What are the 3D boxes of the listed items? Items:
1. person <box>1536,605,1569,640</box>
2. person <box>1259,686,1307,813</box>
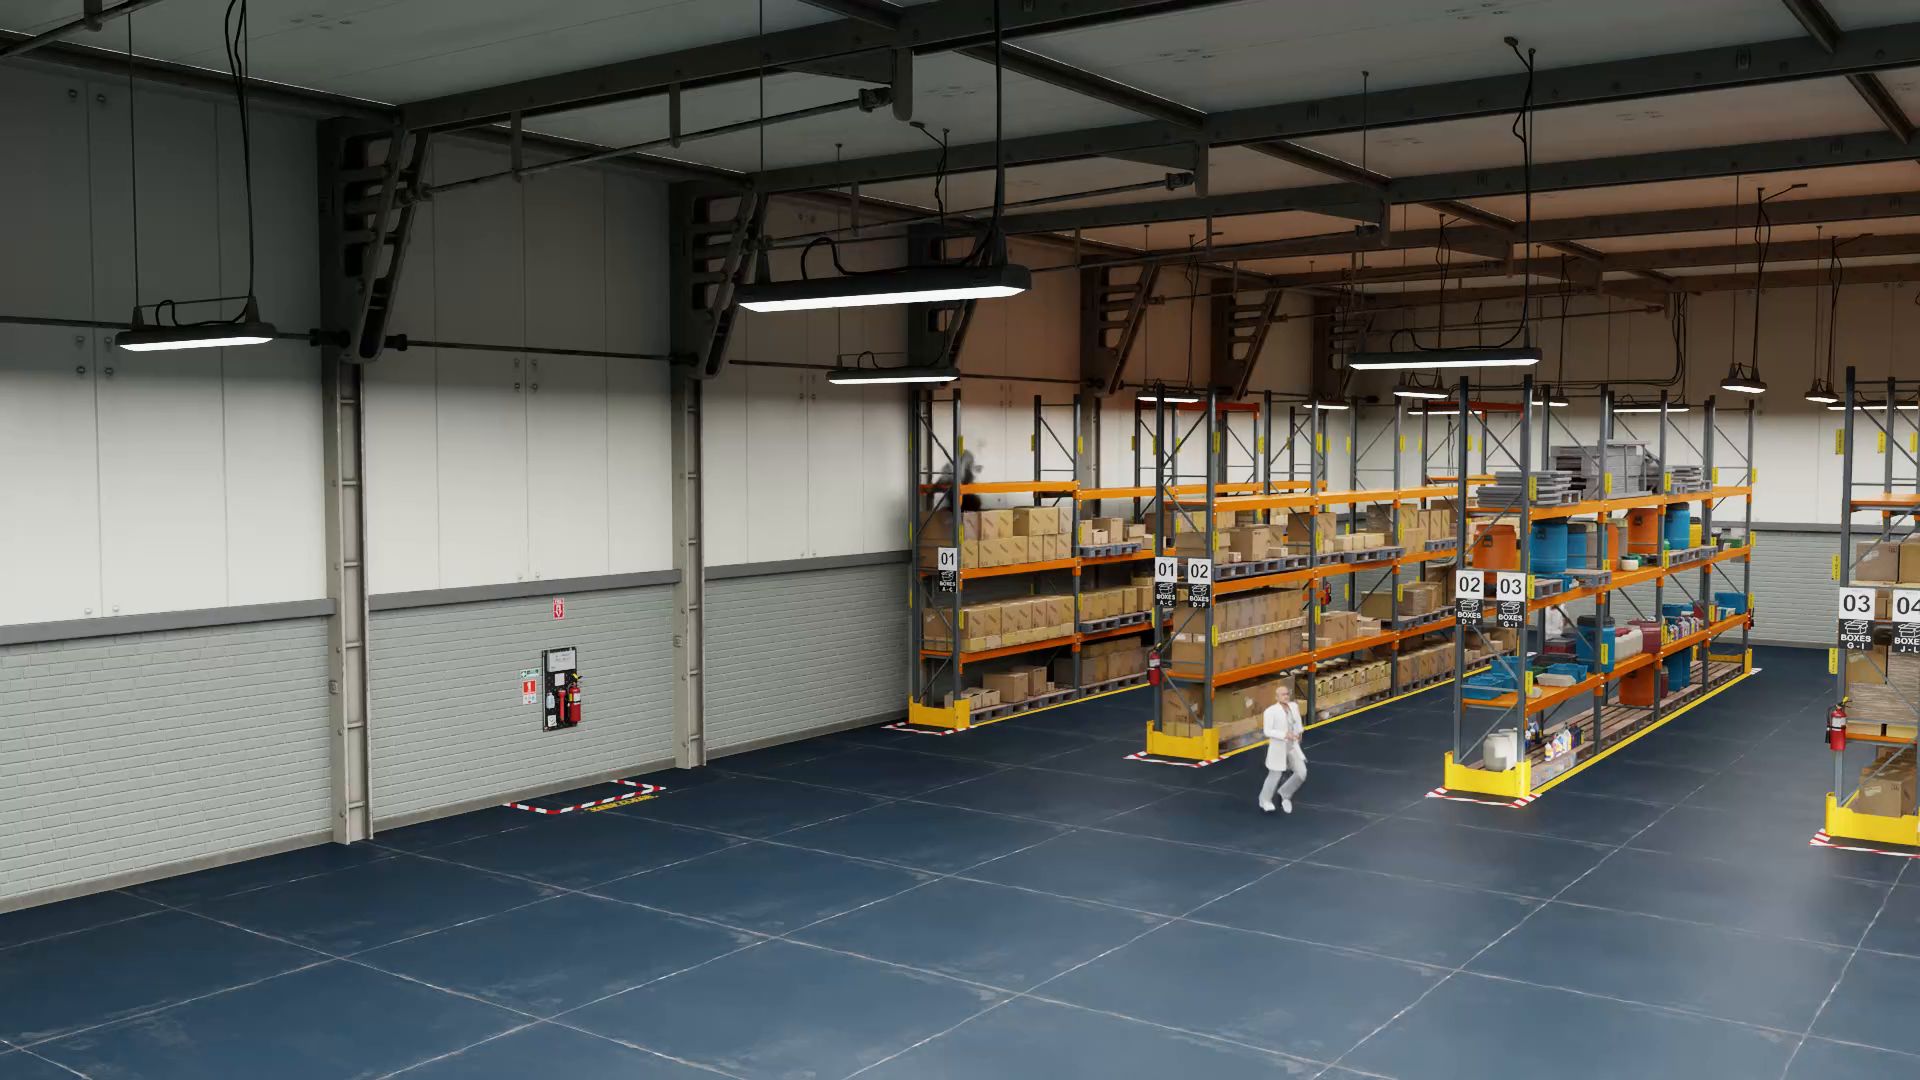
[{"bbox_3d":[12.908,2.051,36.230,0.691,1.773,0.963,1,4,24],"label":"person"},{"bbox_3d":[4.386,2.871,22.446,0.724,1.654,0.900,-1,3,-20],"label":"person"}]
